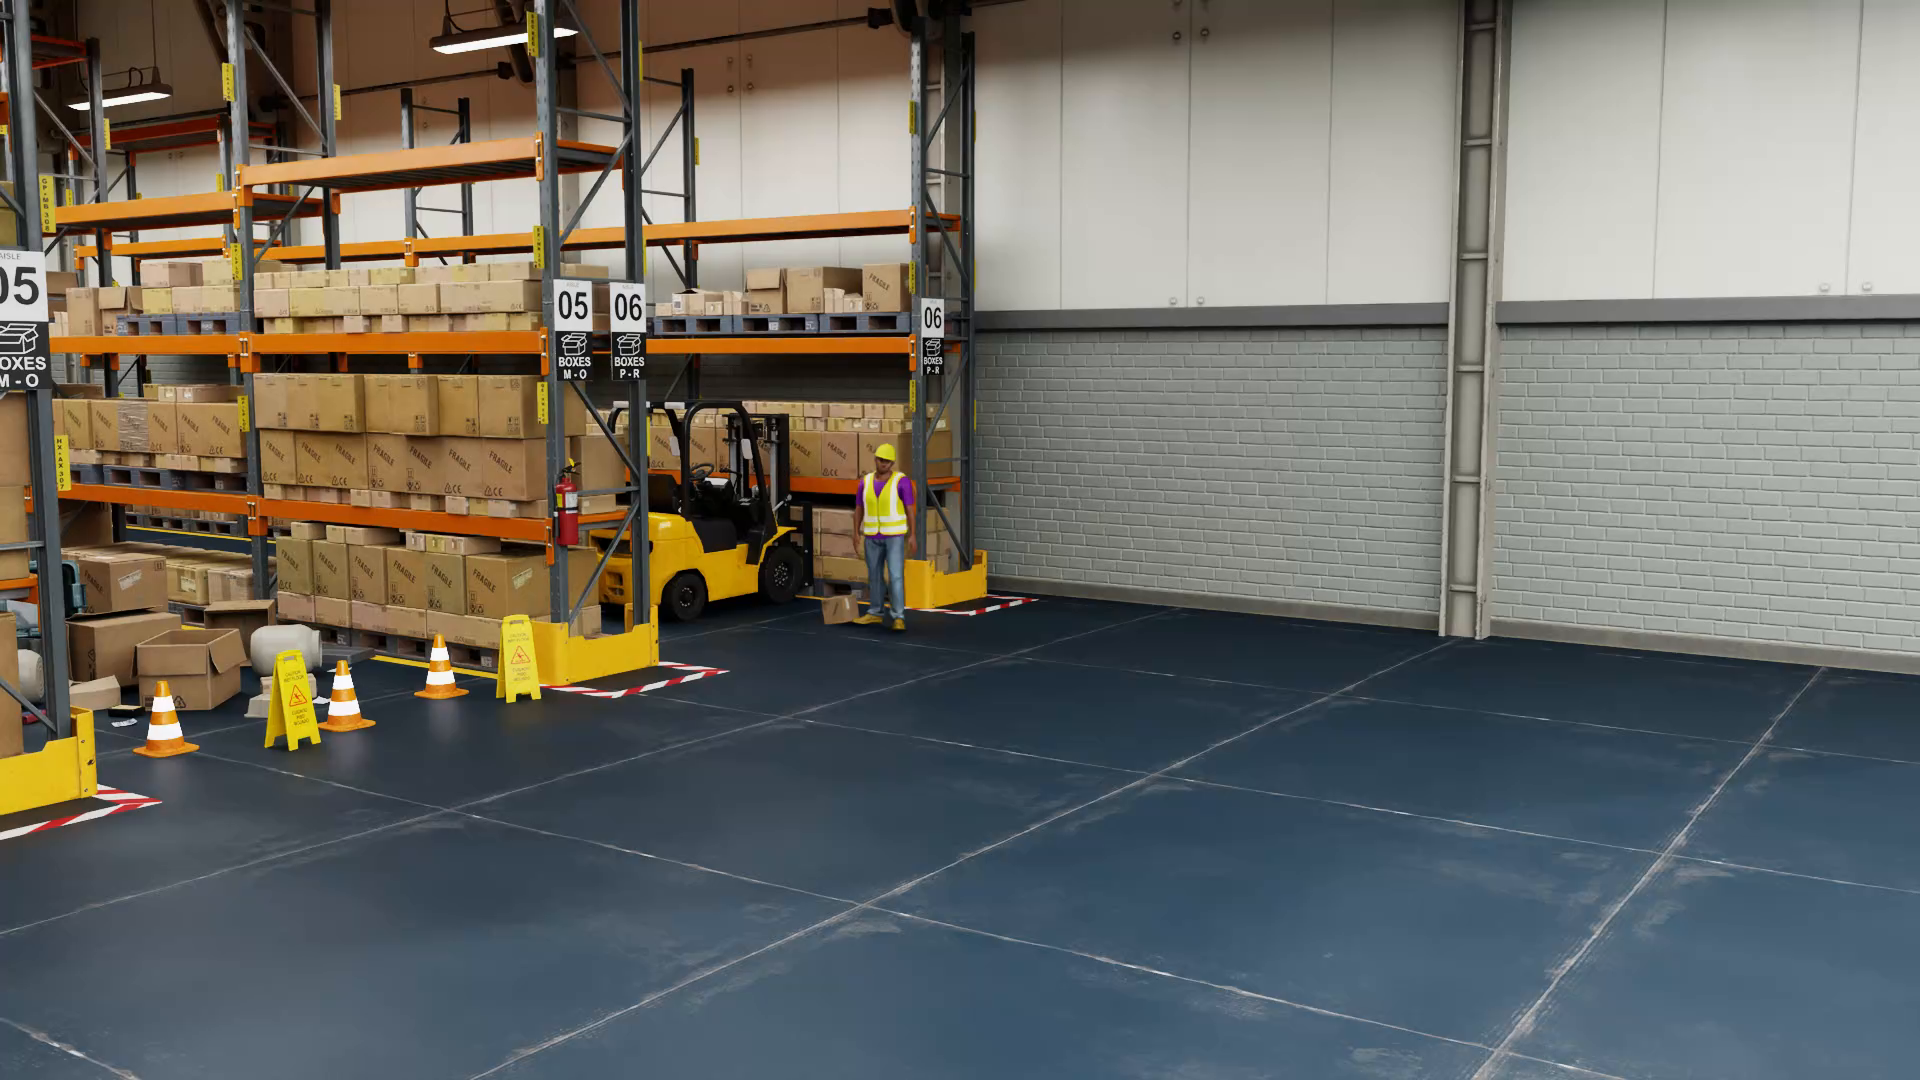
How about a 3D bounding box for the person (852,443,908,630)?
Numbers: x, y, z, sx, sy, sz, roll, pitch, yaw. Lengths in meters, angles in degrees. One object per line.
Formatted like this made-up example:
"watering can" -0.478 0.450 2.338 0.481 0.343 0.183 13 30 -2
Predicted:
"person" -0.765 -0.037 15.860 0.621 1.767 0.467 2 7 19
